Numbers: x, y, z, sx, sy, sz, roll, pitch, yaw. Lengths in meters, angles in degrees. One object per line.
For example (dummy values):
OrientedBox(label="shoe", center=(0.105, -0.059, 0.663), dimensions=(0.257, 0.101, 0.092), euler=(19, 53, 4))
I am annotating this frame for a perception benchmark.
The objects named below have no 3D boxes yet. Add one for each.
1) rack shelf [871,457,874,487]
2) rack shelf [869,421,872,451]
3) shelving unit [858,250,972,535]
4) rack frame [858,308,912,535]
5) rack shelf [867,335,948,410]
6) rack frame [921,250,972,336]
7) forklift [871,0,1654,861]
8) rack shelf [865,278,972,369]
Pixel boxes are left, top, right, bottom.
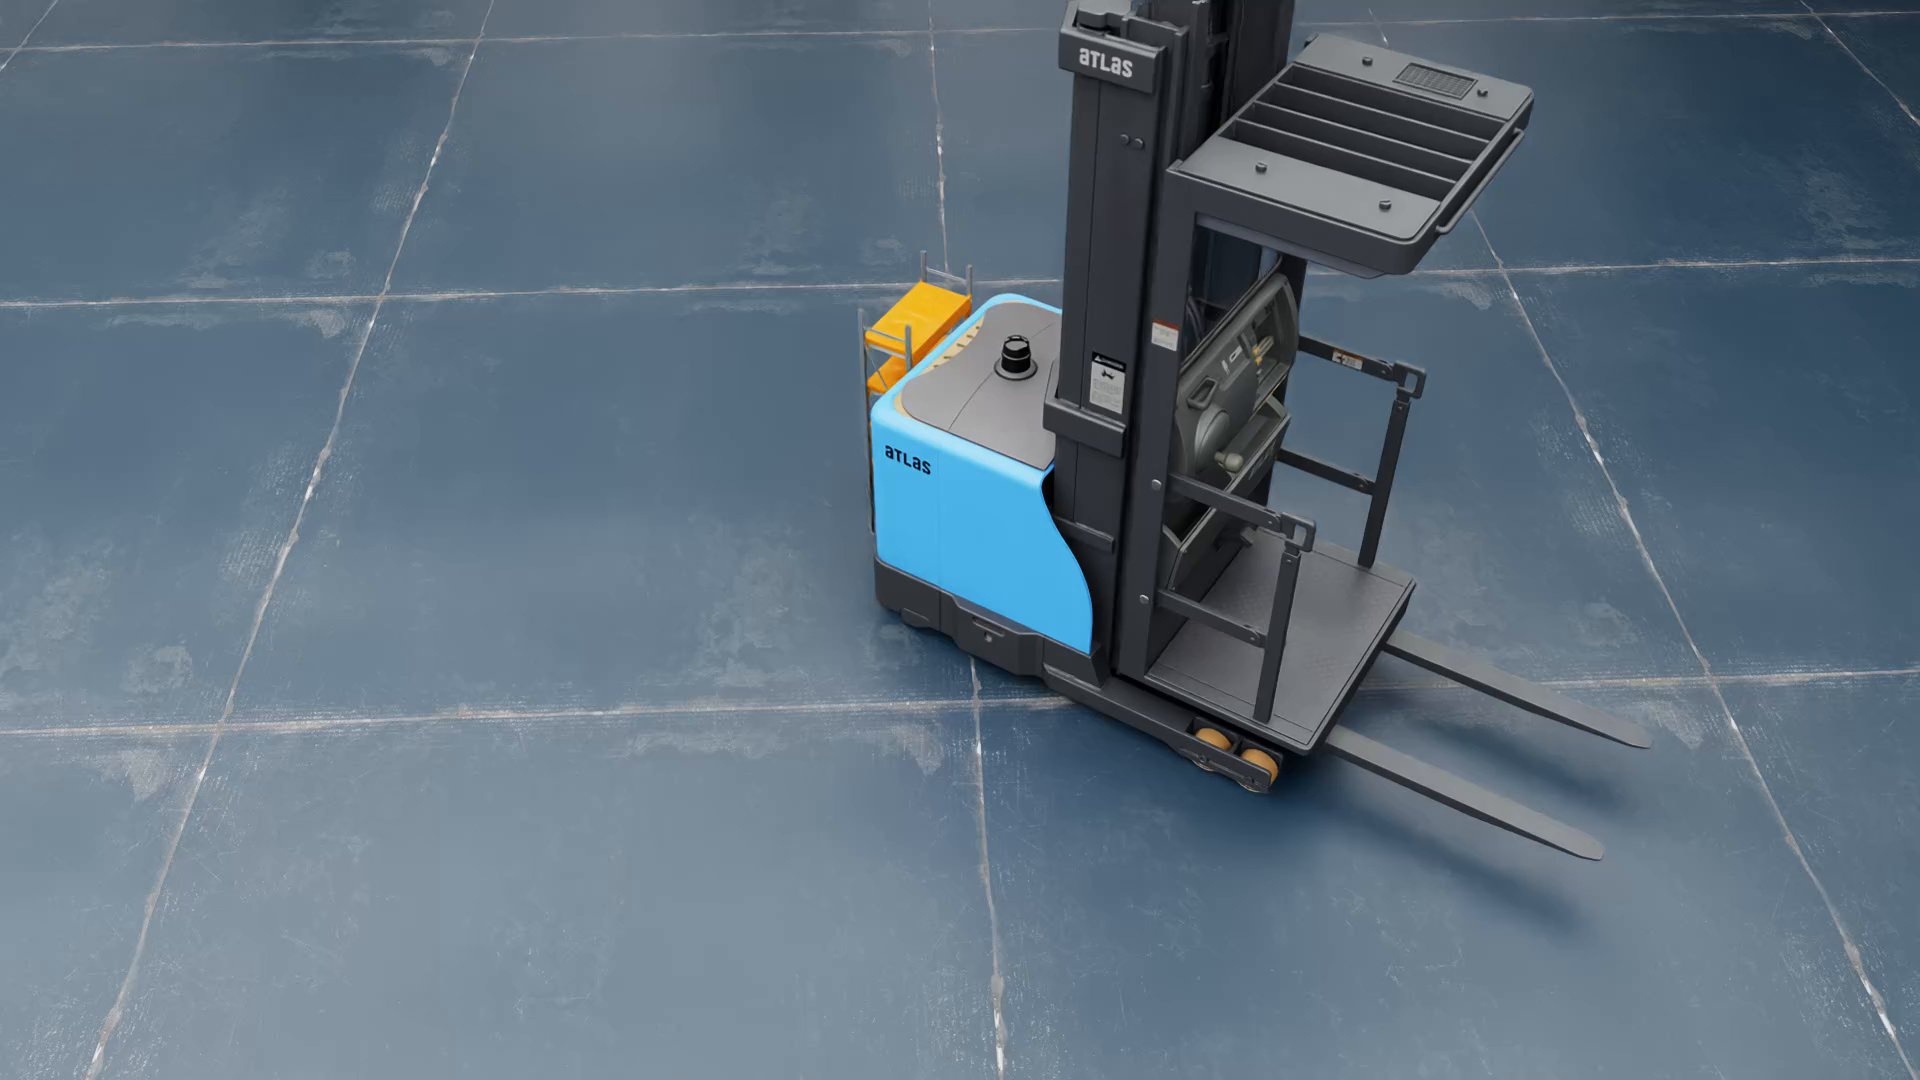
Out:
OrientedBox(label="rack shelf", center=(-0.178, -0.386, 7.326), dimensions=(0.258, 0.148, 0.480), euler=(21, 47, 22))
OrientedBox(label="rack shelf", center=(-0.178, -0.532, 7.192), dimensions=(0.258, 0.148, 0.480), euler=(21, 47, 22))
OrientedBox(label="shelving unit", center=(-0.178, -0.582, 7.146), dimensions=(0.258, 1.200, 0.503), euler=(21, 47, 22))
OrientedBox(label="rack frame", center=(-0.300, -0.439, 6.990), dimensions=(0.240, 1.200, 0.015), euler=(21, 47, 22))
OrientedBox(label="rack shelf", center=(-0.178, -0.697, 7.041), dimensions=(0.258, 0.148, 0.480), euler=(21, 47, 22))
OrientedBox(label="rack frame", center=(-0.056, -0.725, 7.302), dimensions=(0.240, 1.200, 0.015), euler=(21, 47, 22))
OrientedBox(label="forklift", center=(1.158, -0.532, 5.811), dimensions=(3.031, 2.935, 1.130), euler=(23, 47, 23))
OrientedBox(label="rack shelf", center=(-0.178, -0.871, 6.881), dimensions=(0.258, 0.148, 0.480), euler=(21, 47, 22))
